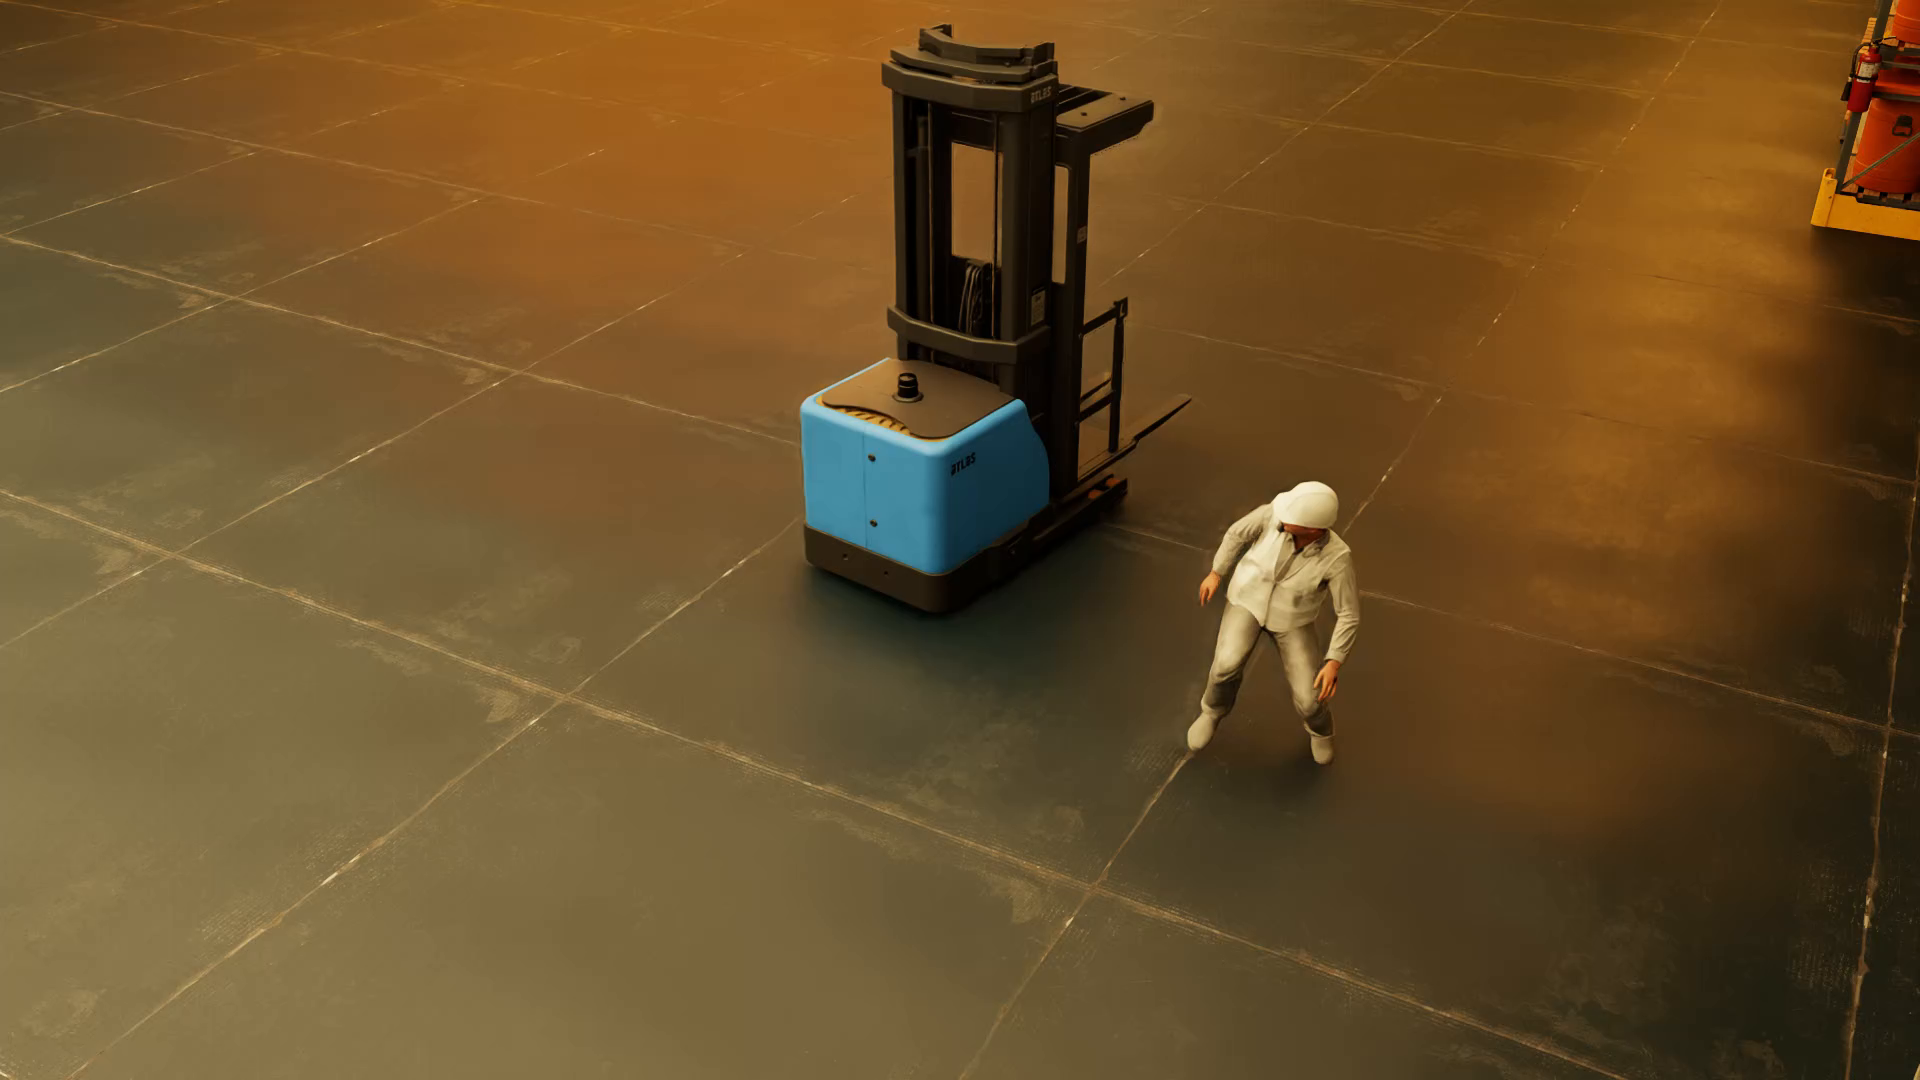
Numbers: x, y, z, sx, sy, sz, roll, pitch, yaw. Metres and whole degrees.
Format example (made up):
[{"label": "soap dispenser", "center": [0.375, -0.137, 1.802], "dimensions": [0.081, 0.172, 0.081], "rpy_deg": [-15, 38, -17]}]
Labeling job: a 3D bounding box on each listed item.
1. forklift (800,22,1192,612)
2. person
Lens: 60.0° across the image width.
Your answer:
[{"label": "forklift", "center": [0.388, -1.547, 9.751], "dimensions": [1.130, 2.935, 3.031], "rpy_deg": [21, 36, 32]}, {"label": "person", "center": [1.492, 0.375, 7.874], "dimensions": [0.781, 1.541, 0.678], "rpy_deg": [9, 31, 15]}]
